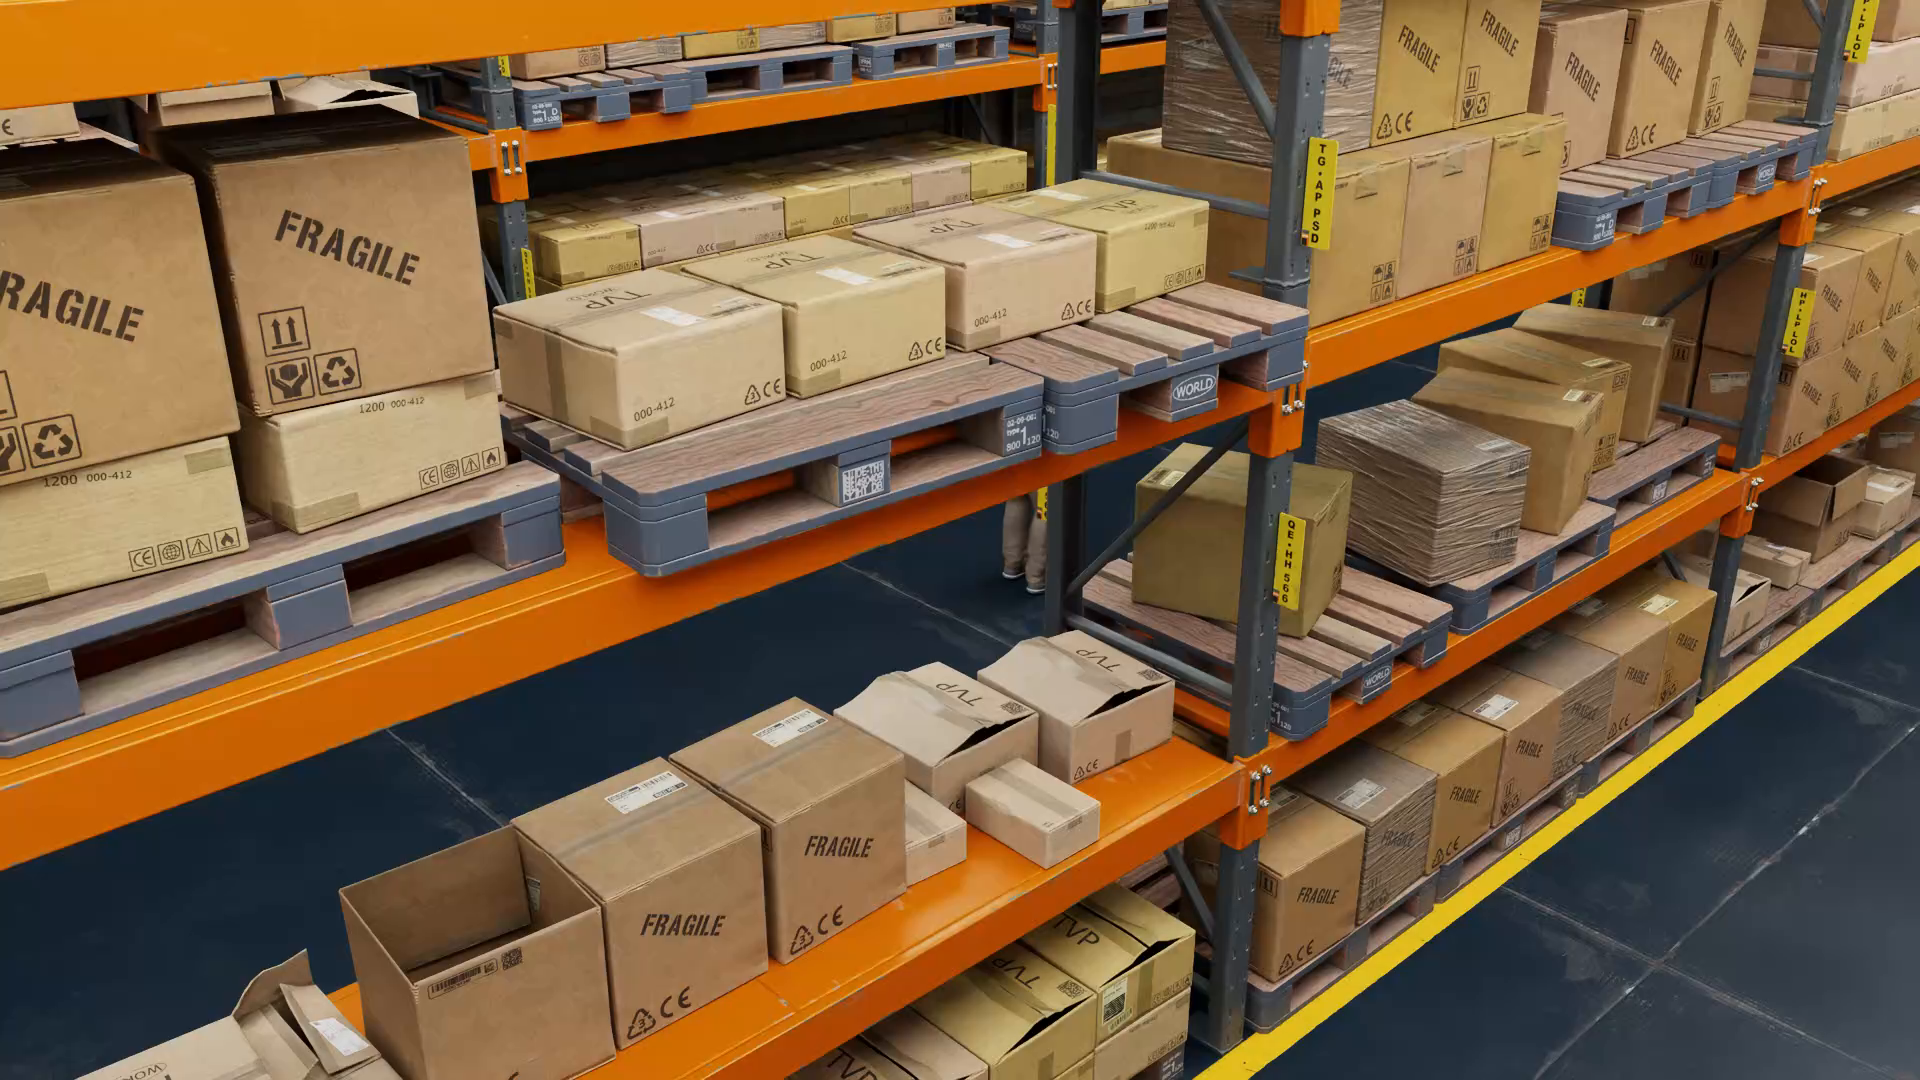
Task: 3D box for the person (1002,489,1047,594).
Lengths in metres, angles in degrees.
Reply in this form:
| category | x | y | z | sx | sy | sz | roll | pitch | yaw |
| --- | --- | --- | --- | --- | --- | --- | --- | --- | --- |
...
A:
| category | x | y | z | sx | sy | sz | roll | pitch | yaw |
| --- | --- | --- | --- | --- | --- | --- | --- | --- | --- |
| person | 0.462 | -0.556 | 9.877 | 0.531 | 1.712 | 0.493 | -21 | 31 | -38 |
